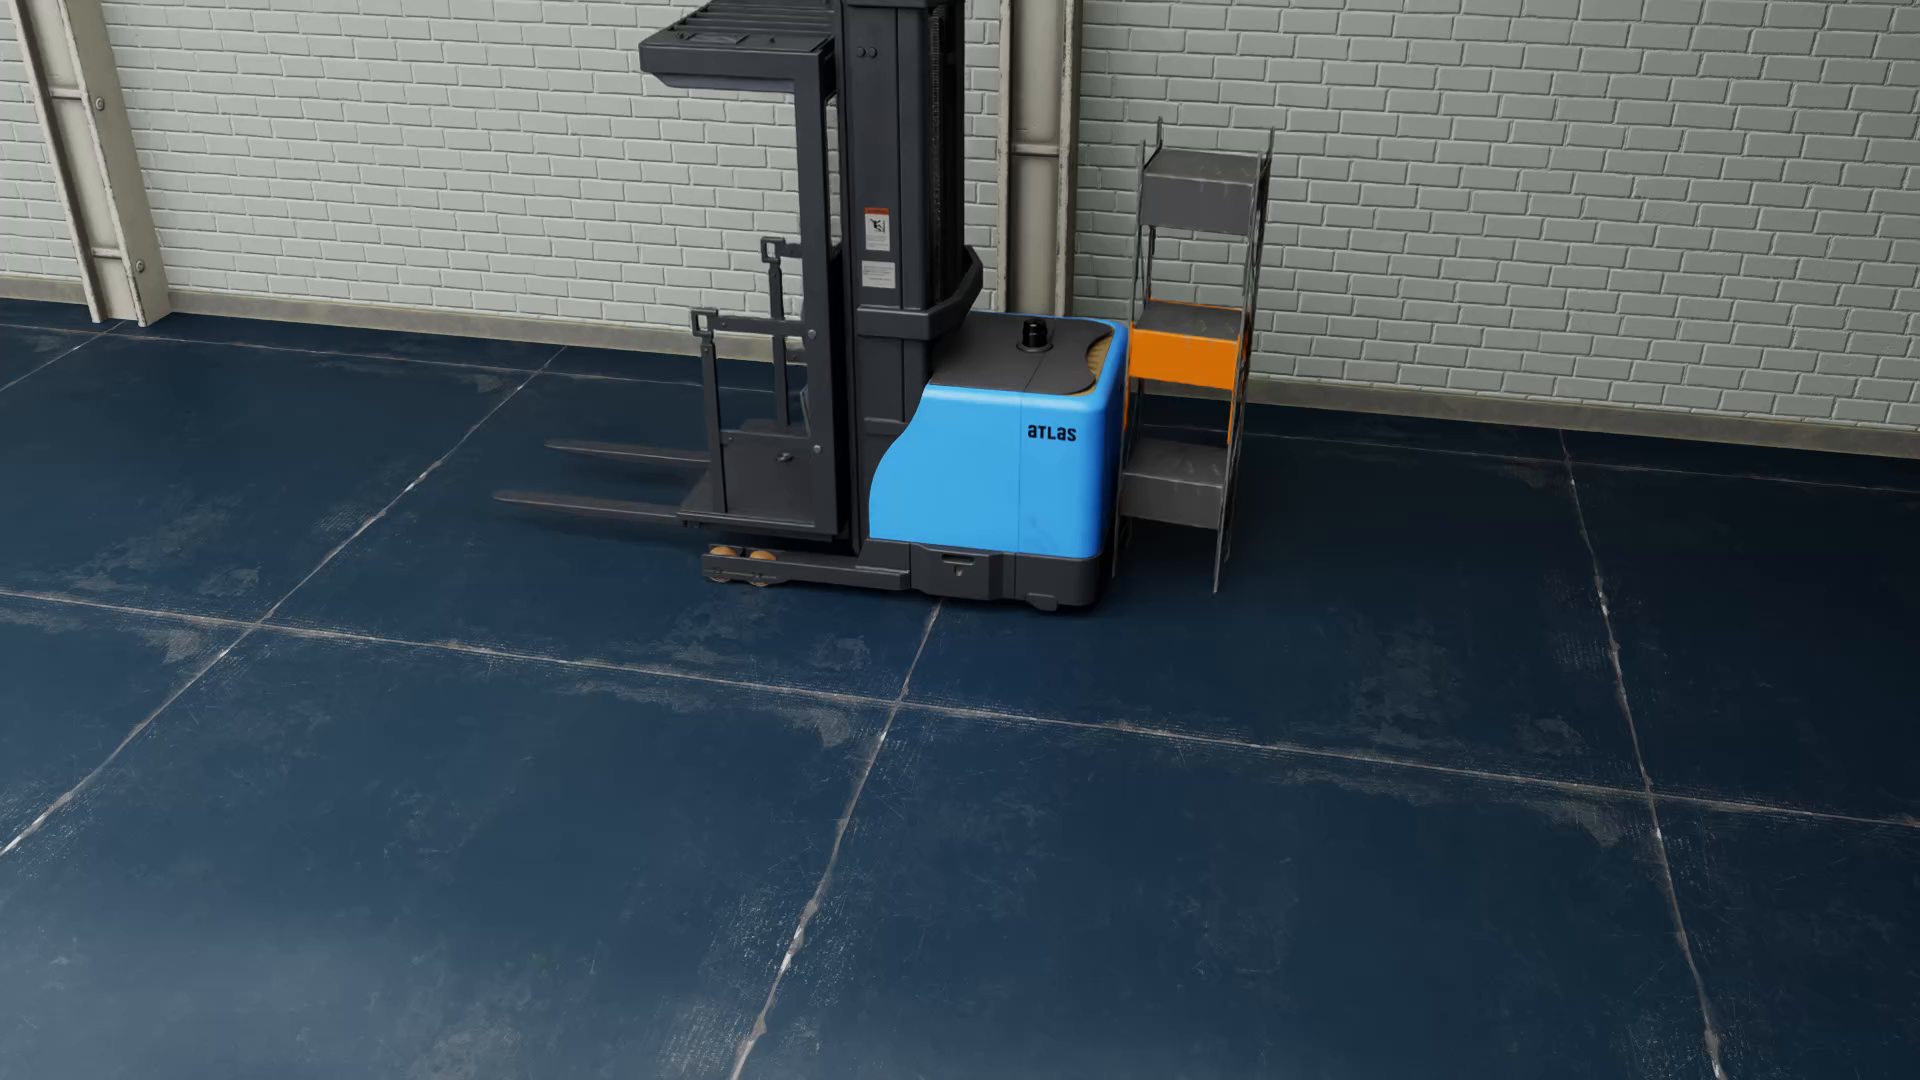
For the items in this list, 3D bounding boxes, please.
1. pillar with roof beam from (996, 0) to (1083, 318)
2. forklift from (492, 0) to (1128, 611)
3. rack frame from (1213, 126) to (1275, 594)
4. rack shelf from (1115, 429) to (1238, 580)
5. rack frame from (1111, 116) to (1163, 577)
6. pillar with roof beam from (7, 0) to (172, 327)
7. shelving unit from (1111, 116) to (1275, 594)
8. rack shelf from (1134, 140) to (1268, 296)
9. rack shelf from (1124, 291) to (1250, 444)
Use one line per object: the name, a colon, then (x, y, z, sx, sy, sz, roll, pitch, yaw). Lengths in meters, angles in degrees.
pillar with roof beam: (-0.468, -2.799, 3.991, 0.400, 9.000, 9.100, 6, 29, 11)
forklift: (-0.753, -1.308, 7.586, 3.031, 2.935, 1.130, 6, 29, 10)
rack frame: (1.267, -0.759, 7.448, 0.015, 2.100, 0.400, 9, 30, 15)
rack shelf: (1.025, -0.172, 7.856, 0.480, 0.518, 0.431, 9, 30, 15)
rack frame: (0.801, -0.834, 7.571, 0.015, 2.100, 0.400, 9, 30, 15)
pillar with roof beam: (-6.336, -3.400, 5.090, 0.400, 9.000, 9.100, 6, 29, 11)
shelving unit: (1.034, -0.796, 7.509, 0.503, 2.100, 0.431, 9, 30, 15)
rack shelf: (1.043, -1.396, 7.176, 0.480, 0.518, 0.431, 9, 30, 15)
rack shelf: (1.034, -0.784, 7.516, 0.480, 0.518, 0.431, 9, 30, 15)
